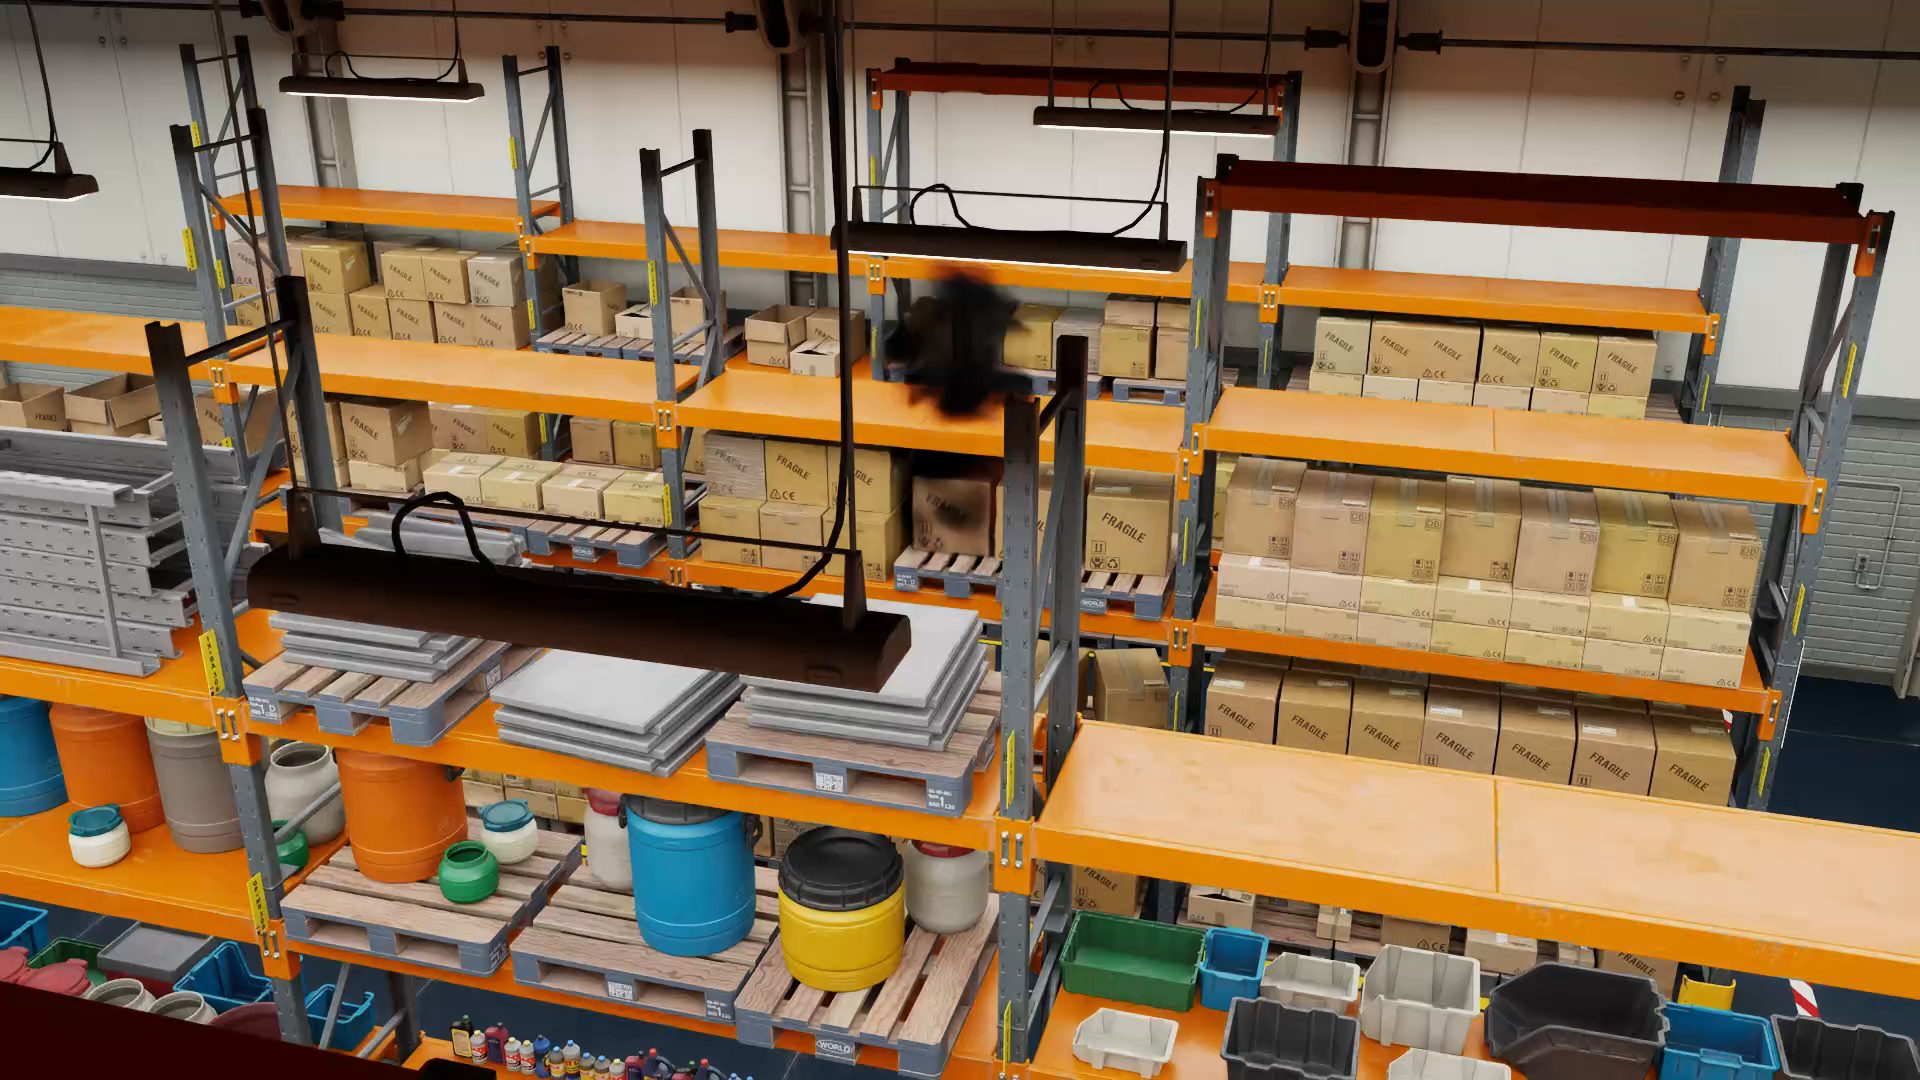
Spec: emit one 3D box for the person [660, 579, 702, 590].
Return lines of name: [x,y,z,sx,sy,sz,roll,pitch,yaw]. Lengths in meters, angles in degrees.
person: [-2.765,0.987,16.113,0.677,1.759,0.661,5,23,13]
